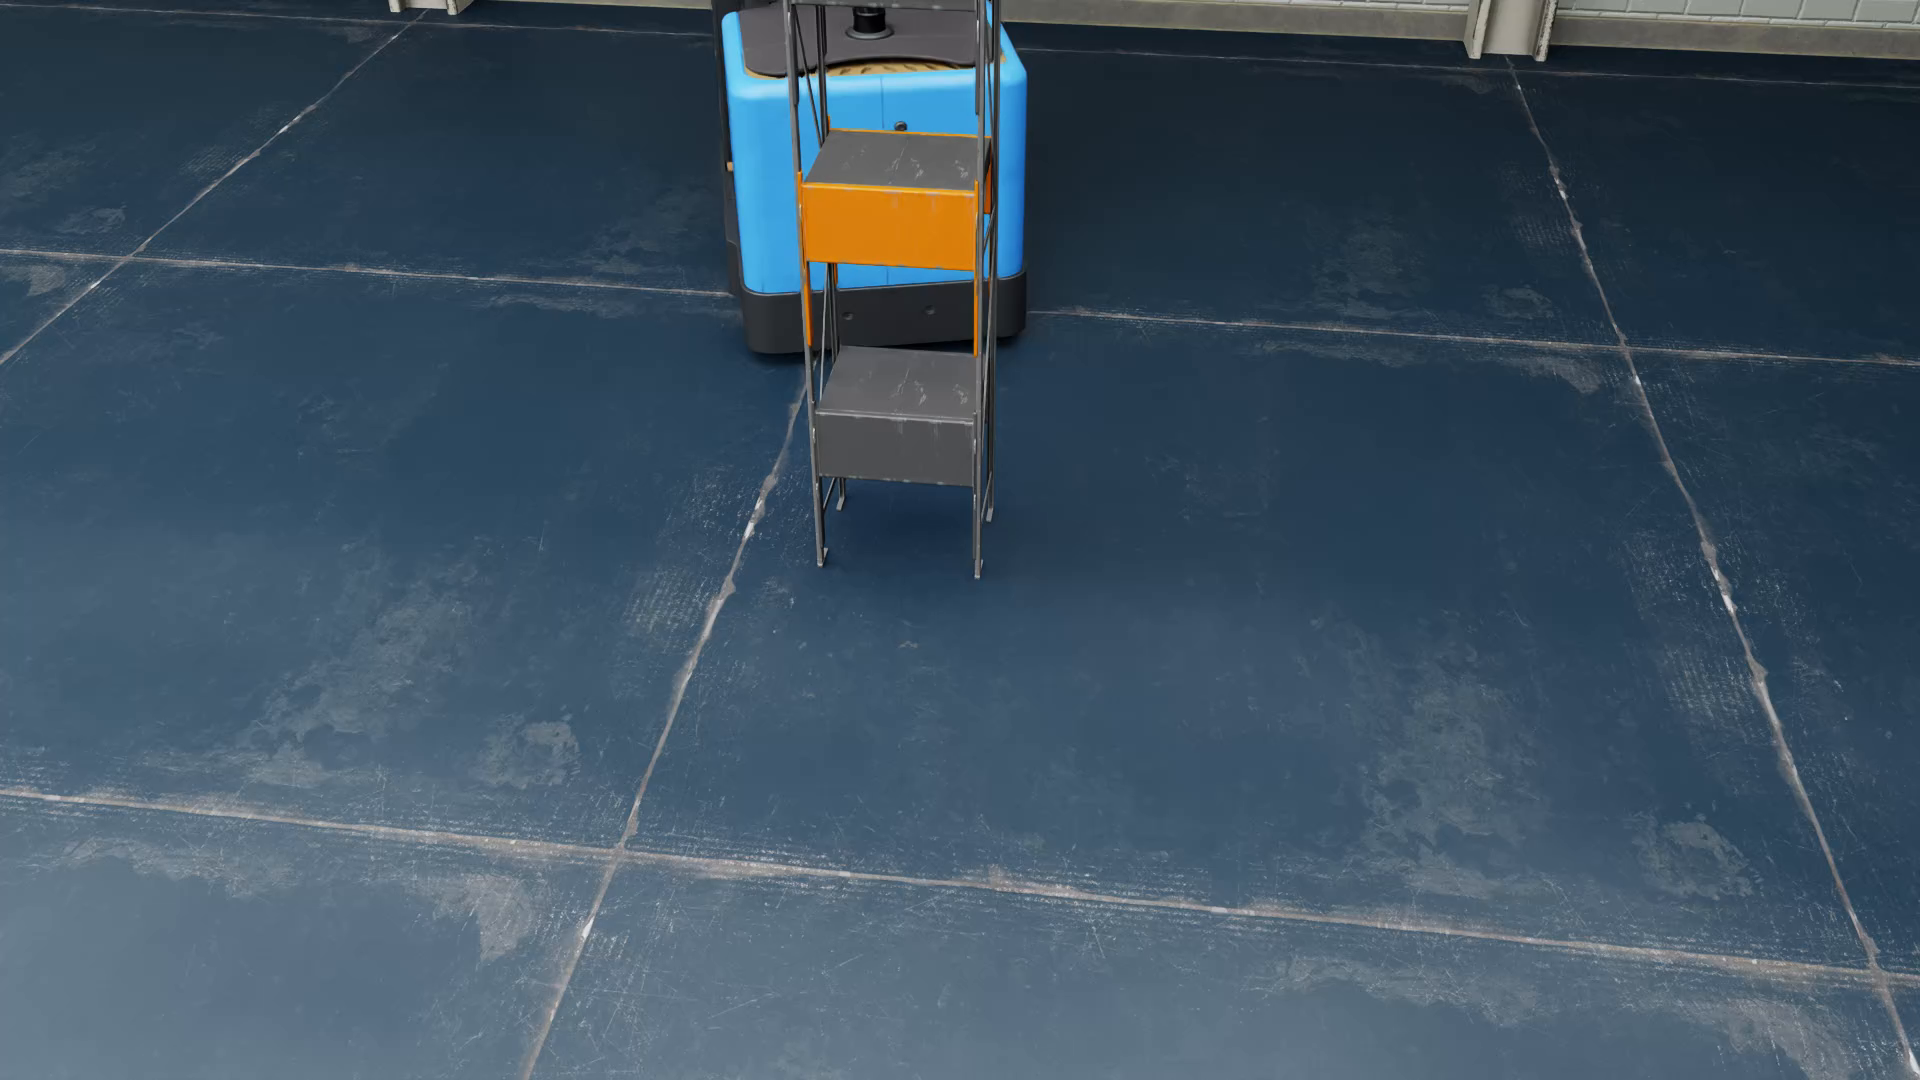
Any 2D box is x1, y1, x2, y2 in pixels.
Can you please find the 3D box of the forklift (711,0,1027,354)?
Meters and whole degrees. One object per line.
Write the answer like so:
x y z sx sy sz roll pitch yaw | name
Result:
-0.484 -2.720 6.538 1.130 2.935 3.031 -5 36 -7 | forklift

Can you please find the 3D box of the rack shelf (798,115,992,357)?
-0.164 -0.856 4.665 0.480 0.518 0.431 4 36 6 | rack shelf

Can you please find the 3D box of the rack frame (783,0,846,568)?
-0.406 -0.885 4.683 0.015 2.100 0.400 4 36 6 | rack frame

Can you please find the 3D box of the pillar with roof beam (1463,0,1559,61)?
2.377 -3.819 2.854 0.400 9.000 9.100 4 36 6 | pillar with roof beam

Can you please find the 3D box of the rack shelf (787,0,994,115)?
-0.164 -1.426 4.259 0.480 0.518 0.431 4 36 6 | rack shelf

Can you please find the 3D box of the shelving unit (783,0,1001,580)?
-0.164 -0.867 4.657 0.503 2.100 0.431 4 36 6 | shelving unit

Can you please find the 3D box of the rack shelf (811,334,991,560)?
-0.164 -0.286 5.072 0.480 0.518 0.431 4 36 6 | rack shelf

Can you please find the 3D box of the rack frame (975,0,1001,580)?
0.078 -0.849 4.632 0.015 2.100 0.400 4 36 6 | rack frame
